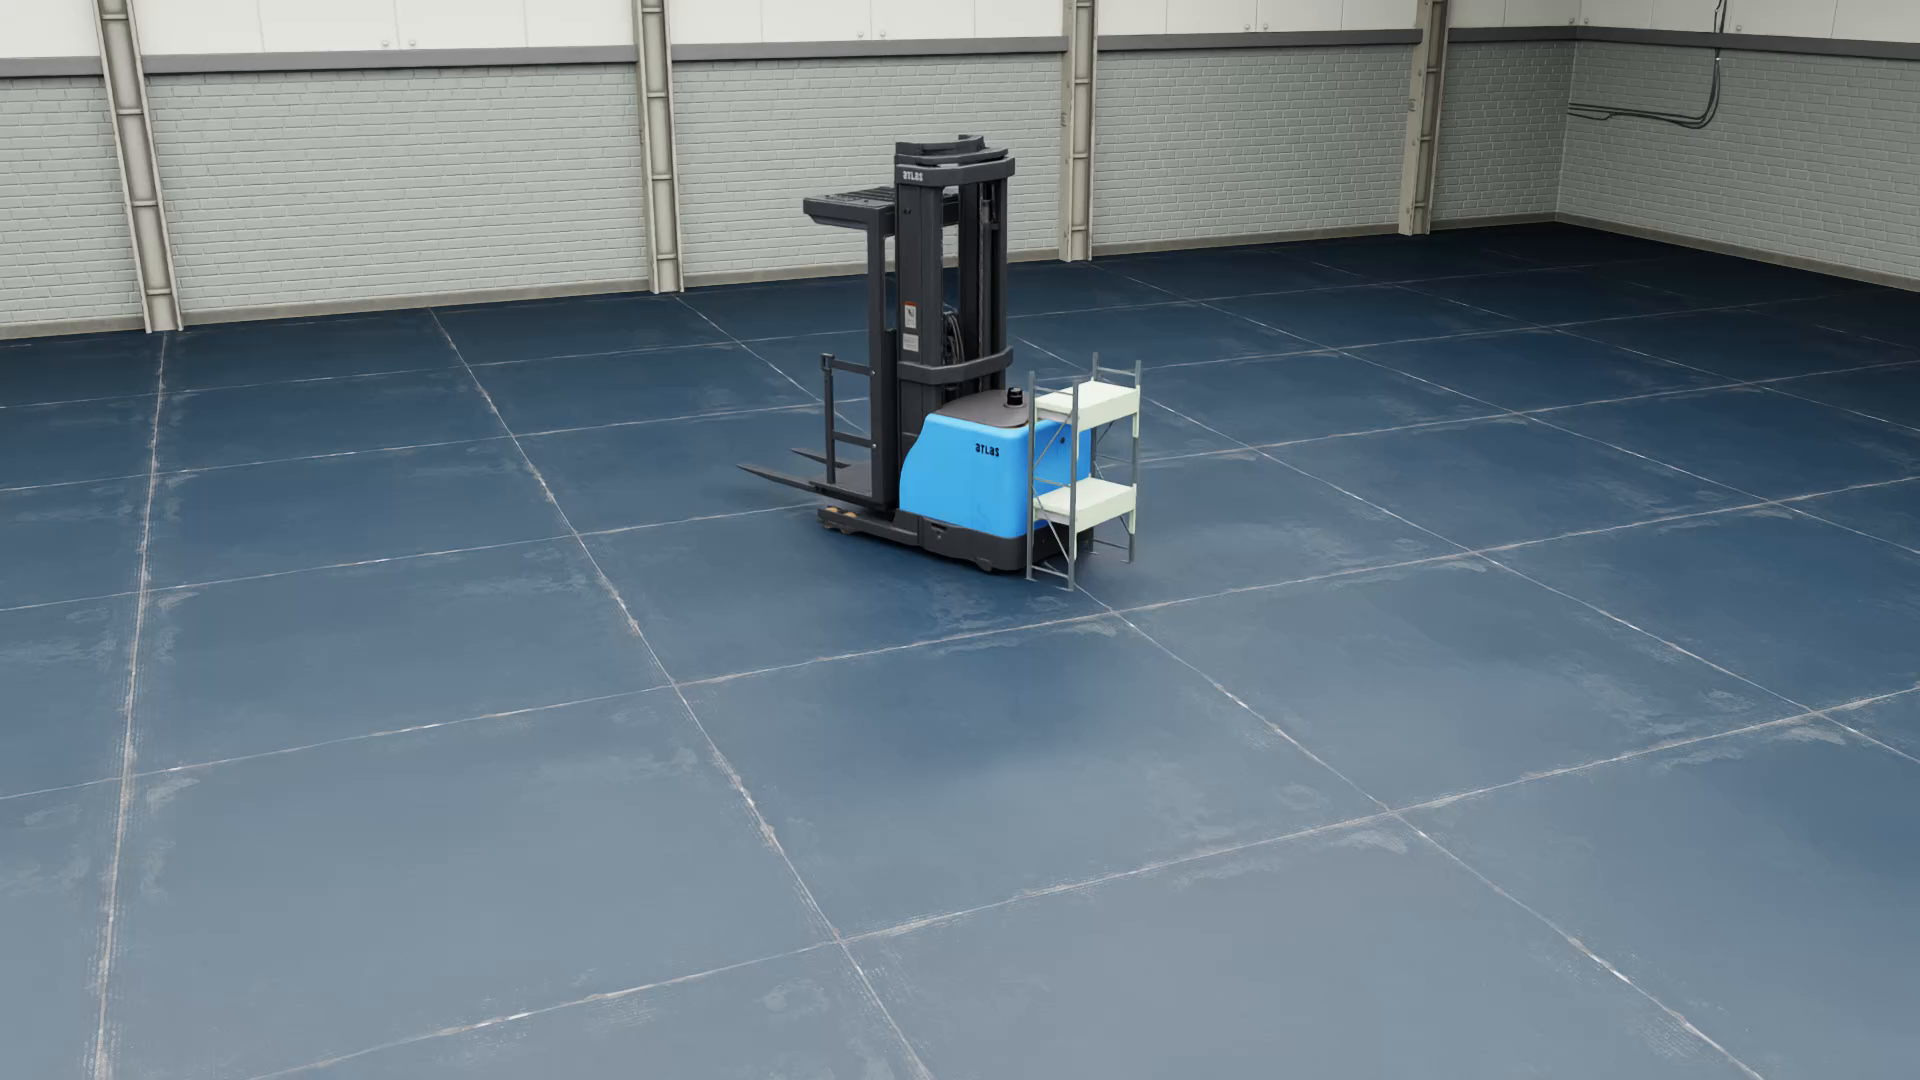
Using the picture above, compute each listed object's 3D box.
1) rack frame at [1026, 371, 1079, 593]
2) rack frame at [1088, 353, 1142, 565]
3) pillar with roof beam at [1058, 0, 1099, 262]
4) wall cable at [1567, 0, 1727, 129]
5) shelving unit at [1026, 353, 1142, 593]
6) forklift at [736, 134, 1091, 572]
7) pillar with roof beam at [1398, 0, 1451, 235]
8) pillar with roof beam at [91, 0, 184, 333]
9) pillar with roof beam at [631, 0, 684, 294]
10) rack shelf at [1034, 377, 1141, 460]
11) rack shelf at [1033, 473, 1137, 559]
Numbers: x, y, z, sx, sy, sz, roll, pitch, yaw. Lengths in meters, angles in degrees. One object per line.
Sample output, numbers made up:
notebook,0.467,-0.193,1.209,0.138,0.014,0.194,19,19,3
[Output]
rack frame,0.628,-0.389,11.370,0.400,1.500,0.023,16,25,38
rack frame,1.101,-0.575,11.897,0.400,1.500,0.023,16,25,38
pillar with roof beam,3.367,-6.994,18.835,0.400,9.000,9.100,-8,21,-22
wall cable,10.399,-7.616,25.277,0.112,2.526,3.097,-8,21,-22
shelving unit,0.864,-0.482,11.633,0.431,1.500,0.755,16,25,38
forklift,-0.459,-1.543,12.492,3.031,2.935,1.130,16,25,38
pillar with roof beam,8.876,-7.783,21.077,0.400,9.000,9.100,-8,21,-22
pillar with roof beam,-7.652,-5.415,14.352,0.400,9.000,9.100,-8,21,-22
pillar with roof beam,-2.143,-6.204,16.594,0.400,9.000,9.100,-8,21,-22
rack shelf,0.864,-0.850,11.503,0.431,0.370,0.720,16,25,38
rack shelf,0.864,-0.175,11.741,0.431,0.370,0.720,16,25,38
